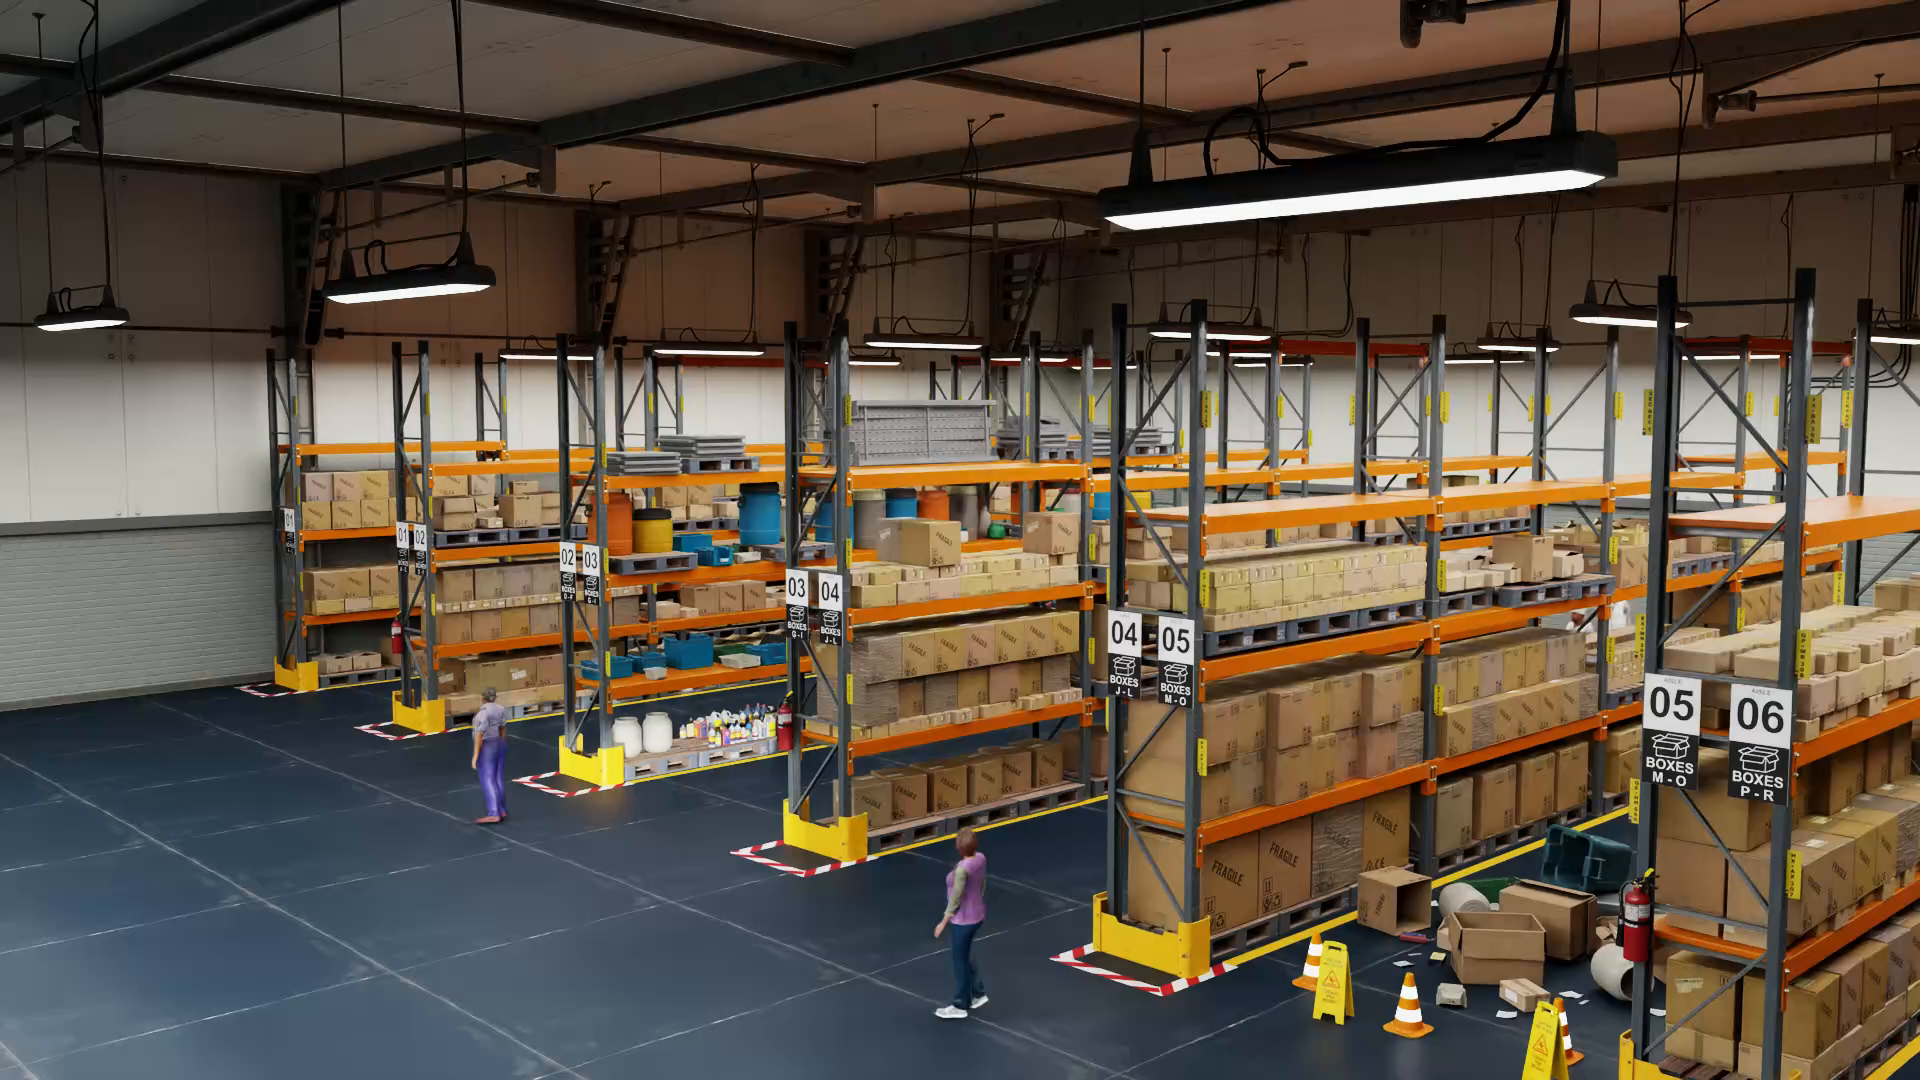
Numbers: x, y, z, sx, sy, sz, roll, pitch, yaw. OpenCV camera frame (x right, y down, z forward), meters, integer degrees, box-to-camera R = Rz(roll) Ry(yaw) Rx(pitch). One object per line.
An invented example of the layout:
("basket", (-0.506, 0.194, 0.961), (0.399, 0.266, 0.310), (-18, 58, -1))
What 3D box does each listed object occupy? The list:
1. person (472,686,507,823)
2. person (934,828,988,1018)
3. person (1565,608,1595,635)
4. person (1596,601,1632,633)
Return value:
("person", (-5.723, 2.619, 20.207), (0.384, 1.676, 0.599), (2, 5, 19))
("person", (0.016, 3.185, 13.844), (0.397, 1.604, 0.496), (2, 5, 19))
("person", (10.005, 1.932, 27.123), (0.670, 1.740, 0.972), (5, 7, 43))
("person", (12.027, 1.665, 30.551), (0.626, 1.741, 0.960), (2, 5, 26))
